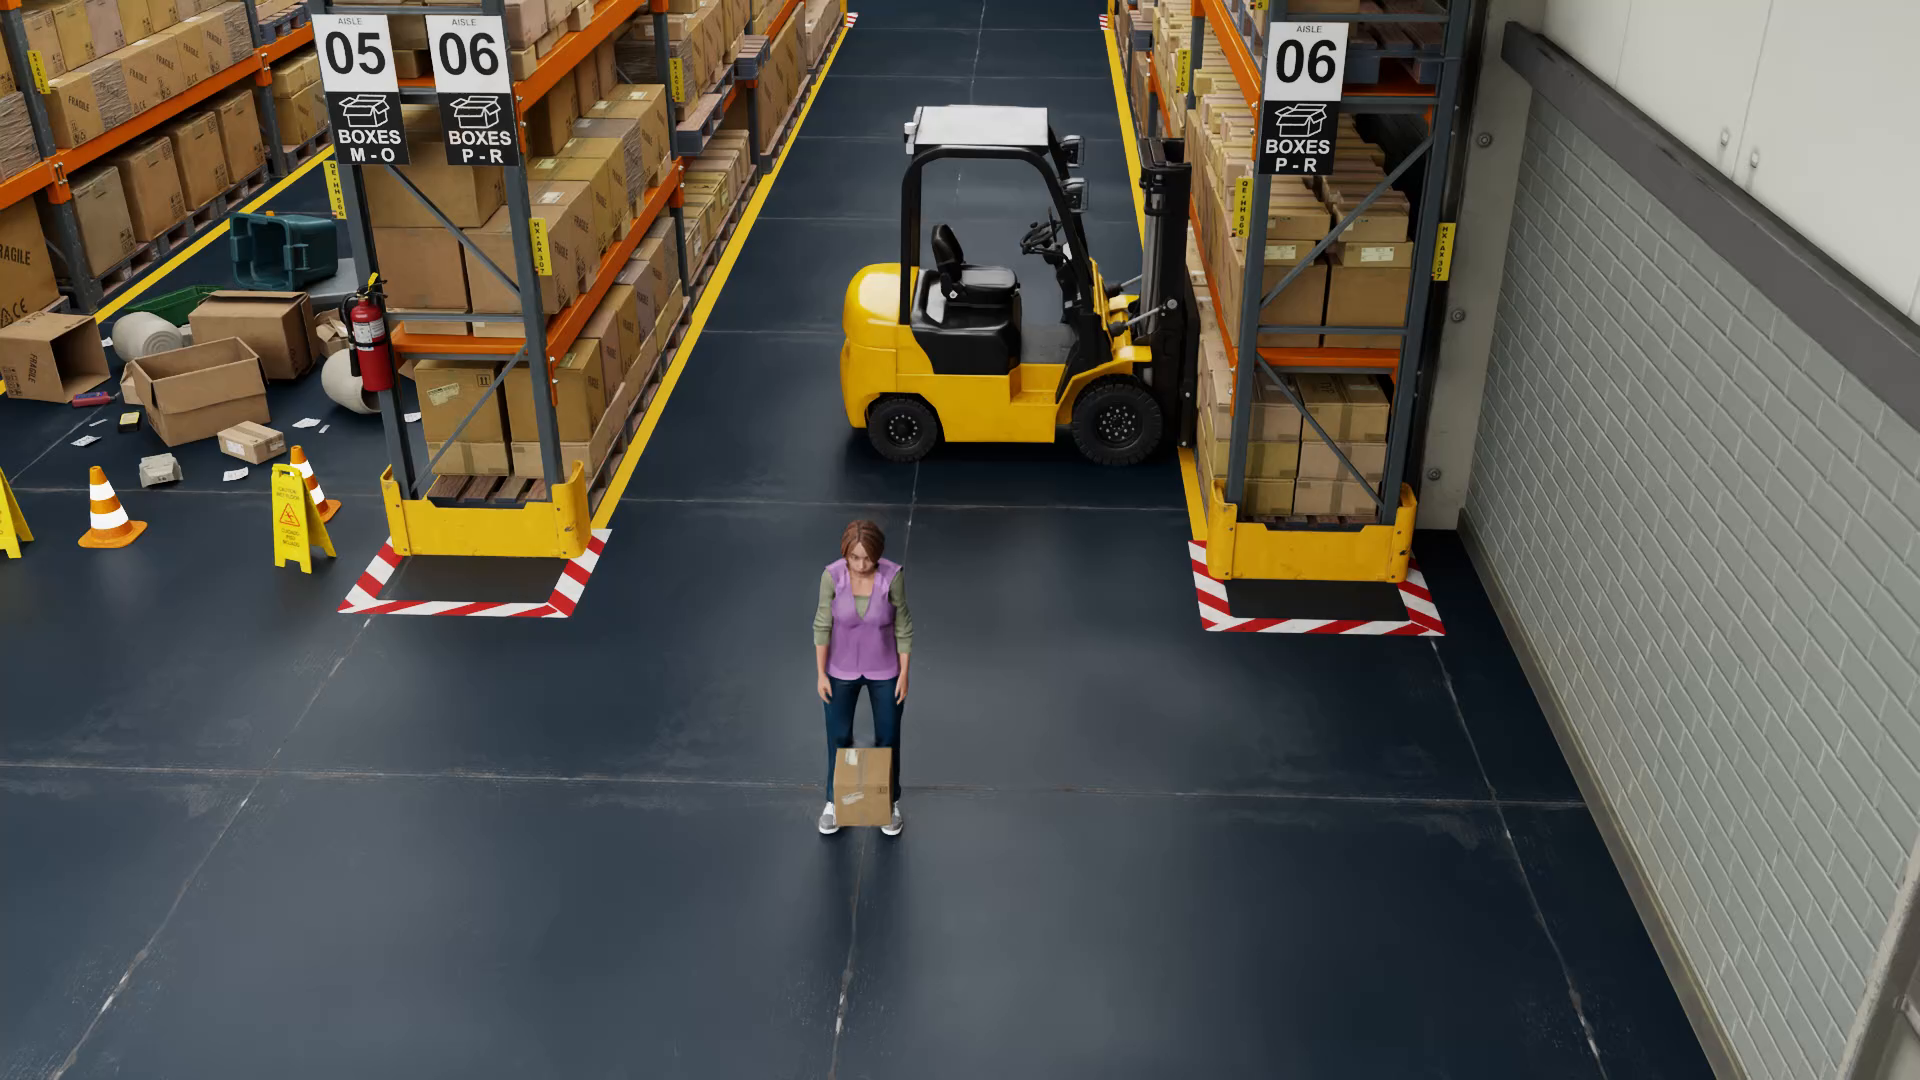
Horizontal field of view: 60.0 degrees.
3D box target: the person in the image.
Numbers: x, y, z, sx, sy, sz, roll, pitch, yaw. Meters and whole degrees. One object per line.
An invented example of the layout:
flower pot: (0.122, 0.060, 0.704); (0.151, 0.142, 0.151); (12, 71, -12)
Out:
person: (-0.437, 0.624, 7.516); (0.444, 1.557, 0.345); (0, 28, 0)
